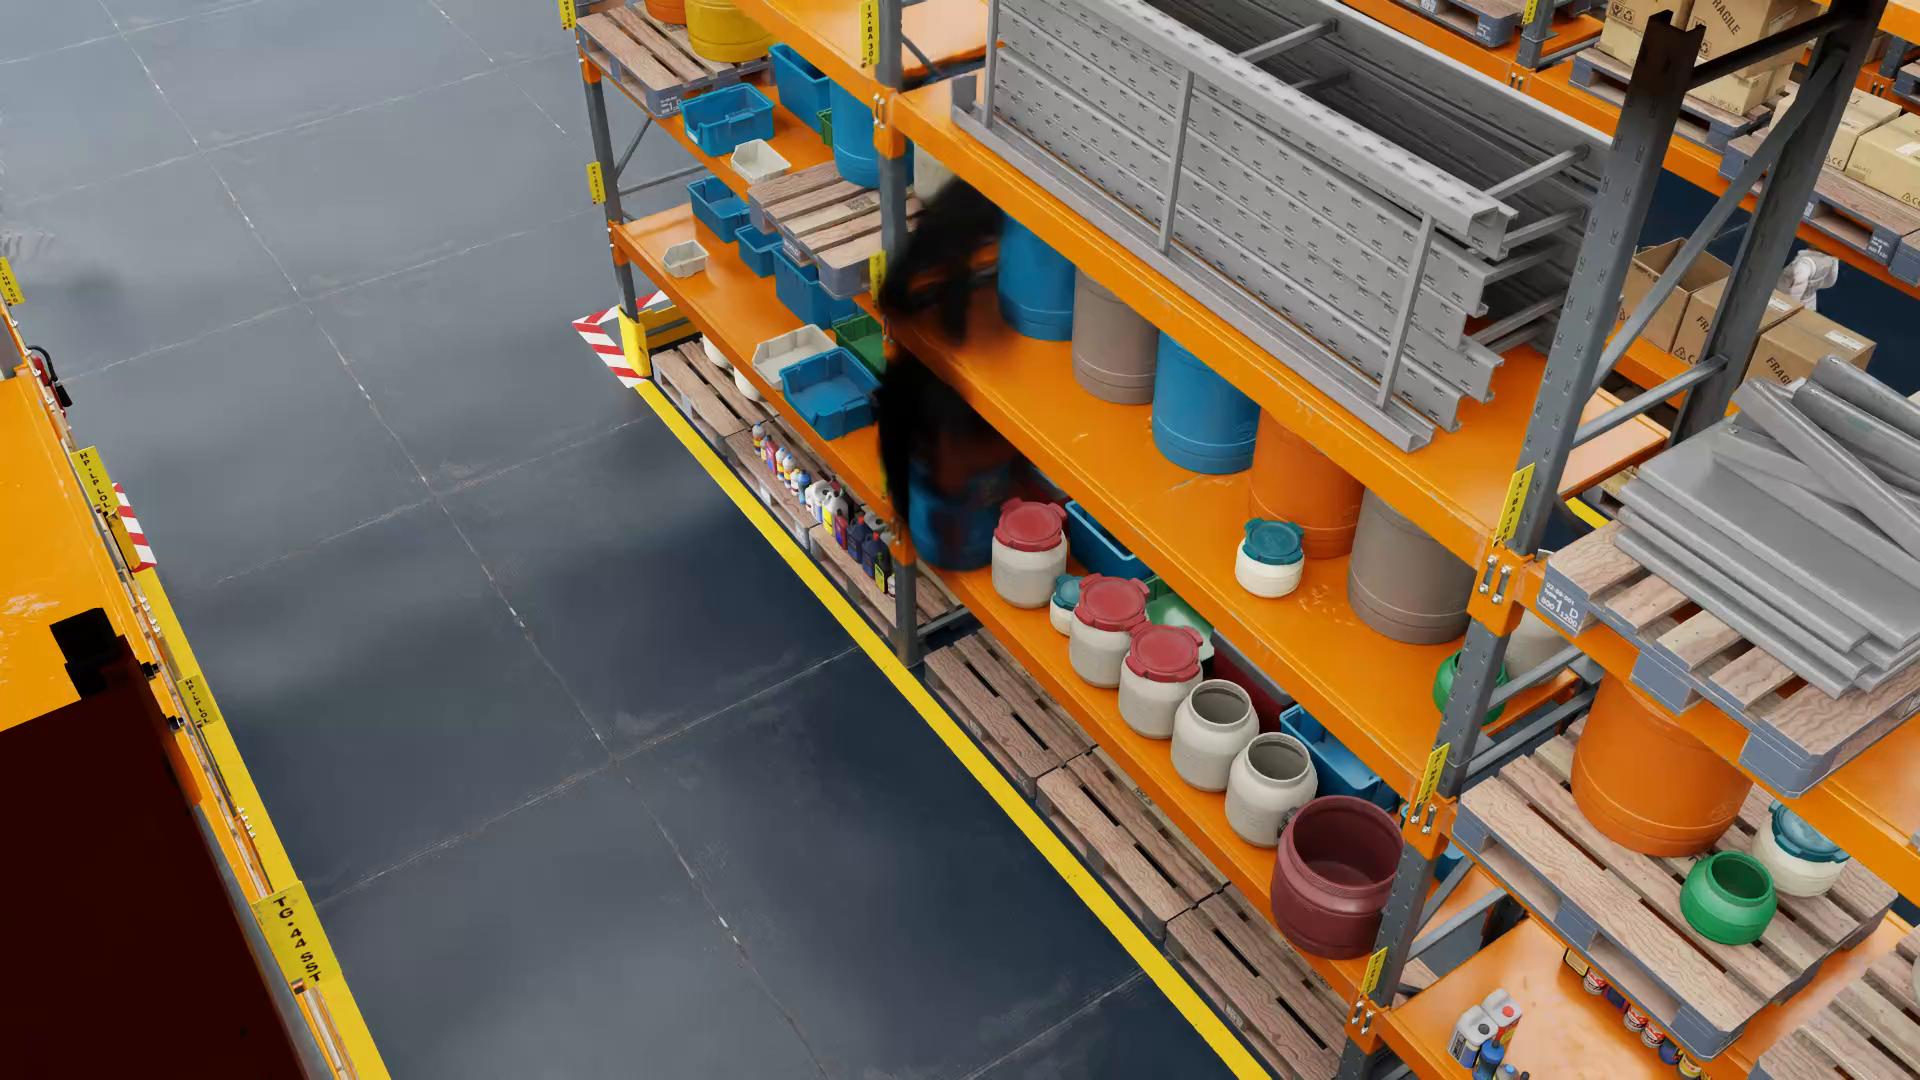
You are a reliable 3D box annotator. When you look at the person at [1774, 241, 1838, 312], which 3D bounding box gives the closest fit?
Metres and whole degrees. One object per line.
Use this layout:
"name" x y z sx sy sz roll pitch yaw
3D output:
"person" 6.184 -1.683 12.376 0.613 1.640 0.579 -26 48 -25
